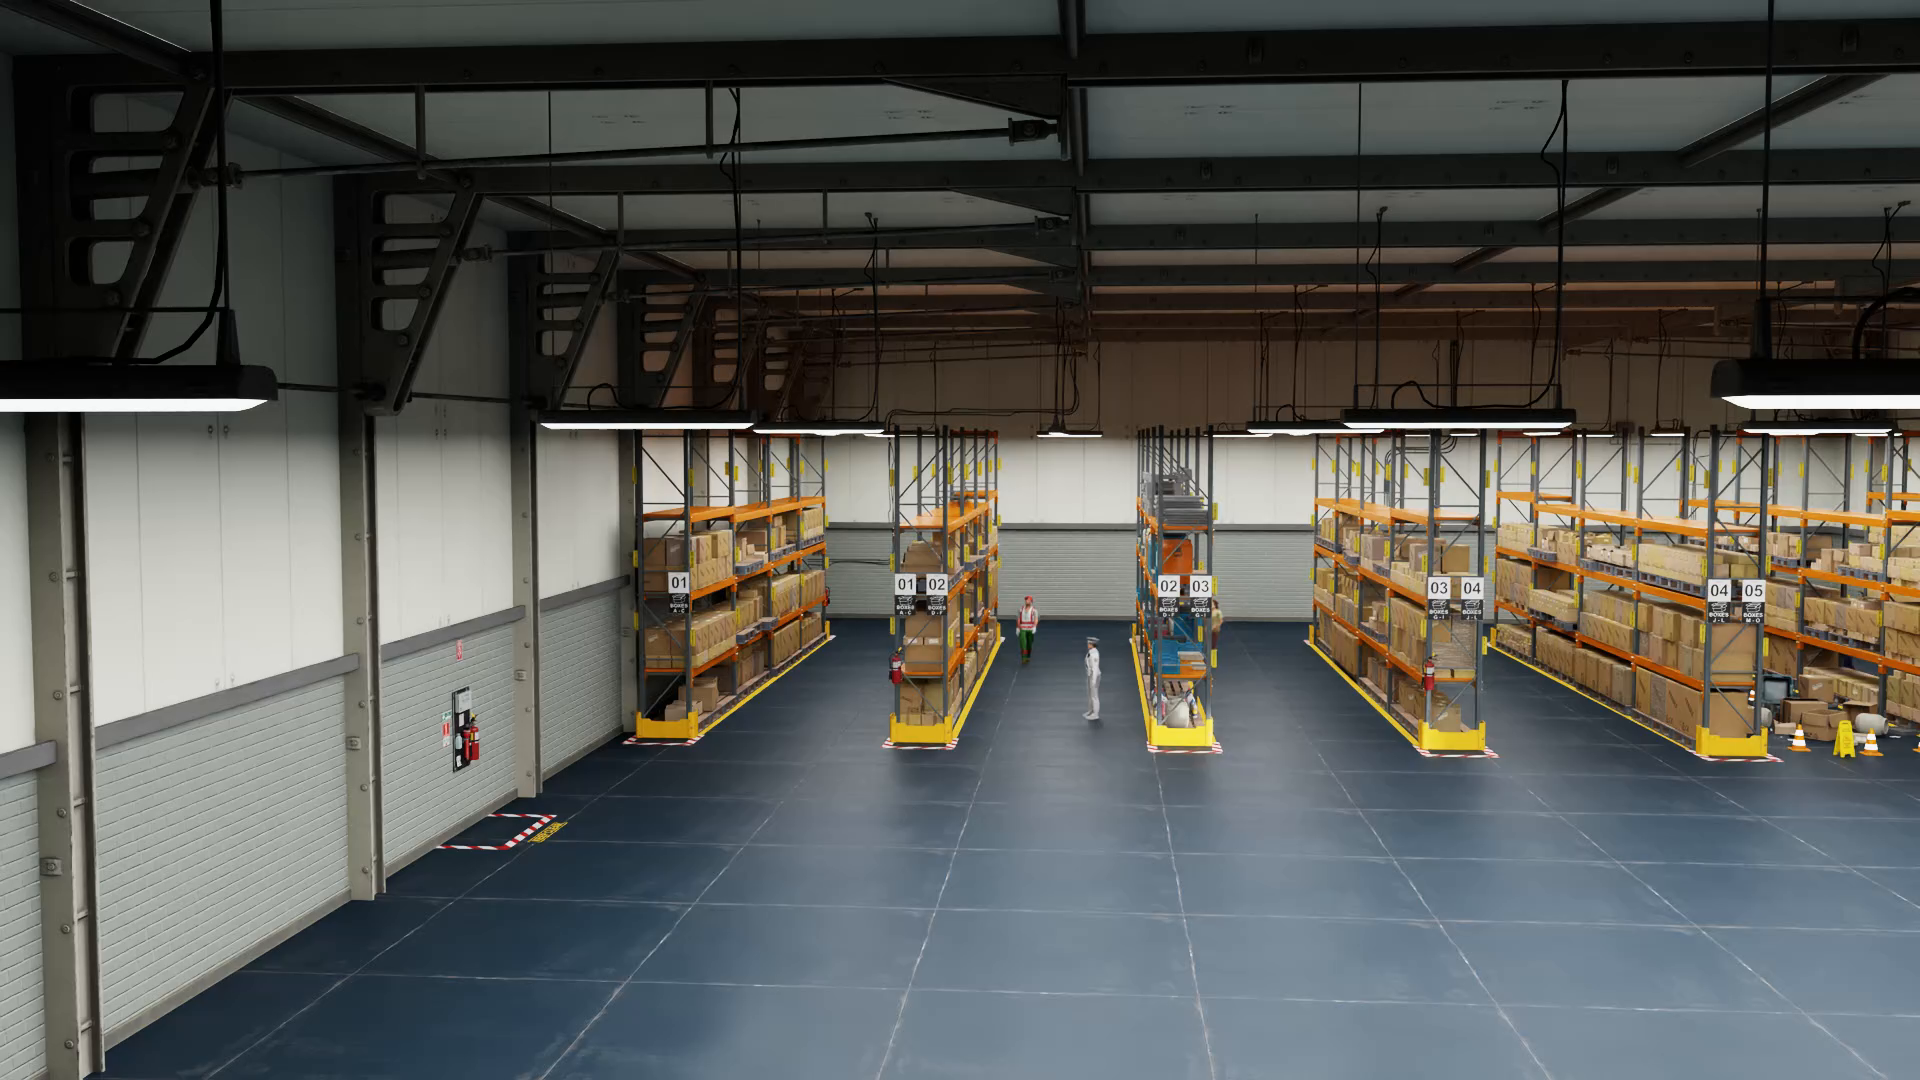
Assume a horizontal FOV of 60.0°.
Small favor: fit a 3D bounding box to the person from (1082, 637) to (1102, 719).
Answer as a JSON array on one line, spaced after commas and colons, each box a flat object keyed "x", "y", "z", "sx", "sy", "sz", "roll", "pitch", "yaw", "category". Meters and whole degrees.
[{"x": 2.711, "y": 2.826, "z": 34.171, "sx": 0.381, "sy": 1.680, "sz": 0.524, "roll": 0, "pitch": 3, "yaw": -5, "category": "person"}]

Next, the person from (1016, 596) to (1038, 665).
[{"x": 1.713, "y": 2.296, "z": 42.354, "sx": 0.568, "sy": 1.709, "sz": 1.055, "roll": 0, "pitch": 3, "yaw": 0, "category": "person"}]

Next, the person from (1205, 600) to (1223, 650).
[{"x": 6.523, "y": 2.350, "z": 42.732, "sx": 0.431, "sy": 1.652, "sz": 0.973, "roll": 0, "pitch": 3, "yaw": 4, "category": "person"}]

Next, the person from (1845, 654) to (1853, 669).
[{"x": 21.845, "y": 2.453, "z": 41.057, "sx": 0.420, "sy": 1.634, "sz": 0.515, "roll": 2, "pitch": 4, "yaw": 35, "category": "person"}]
